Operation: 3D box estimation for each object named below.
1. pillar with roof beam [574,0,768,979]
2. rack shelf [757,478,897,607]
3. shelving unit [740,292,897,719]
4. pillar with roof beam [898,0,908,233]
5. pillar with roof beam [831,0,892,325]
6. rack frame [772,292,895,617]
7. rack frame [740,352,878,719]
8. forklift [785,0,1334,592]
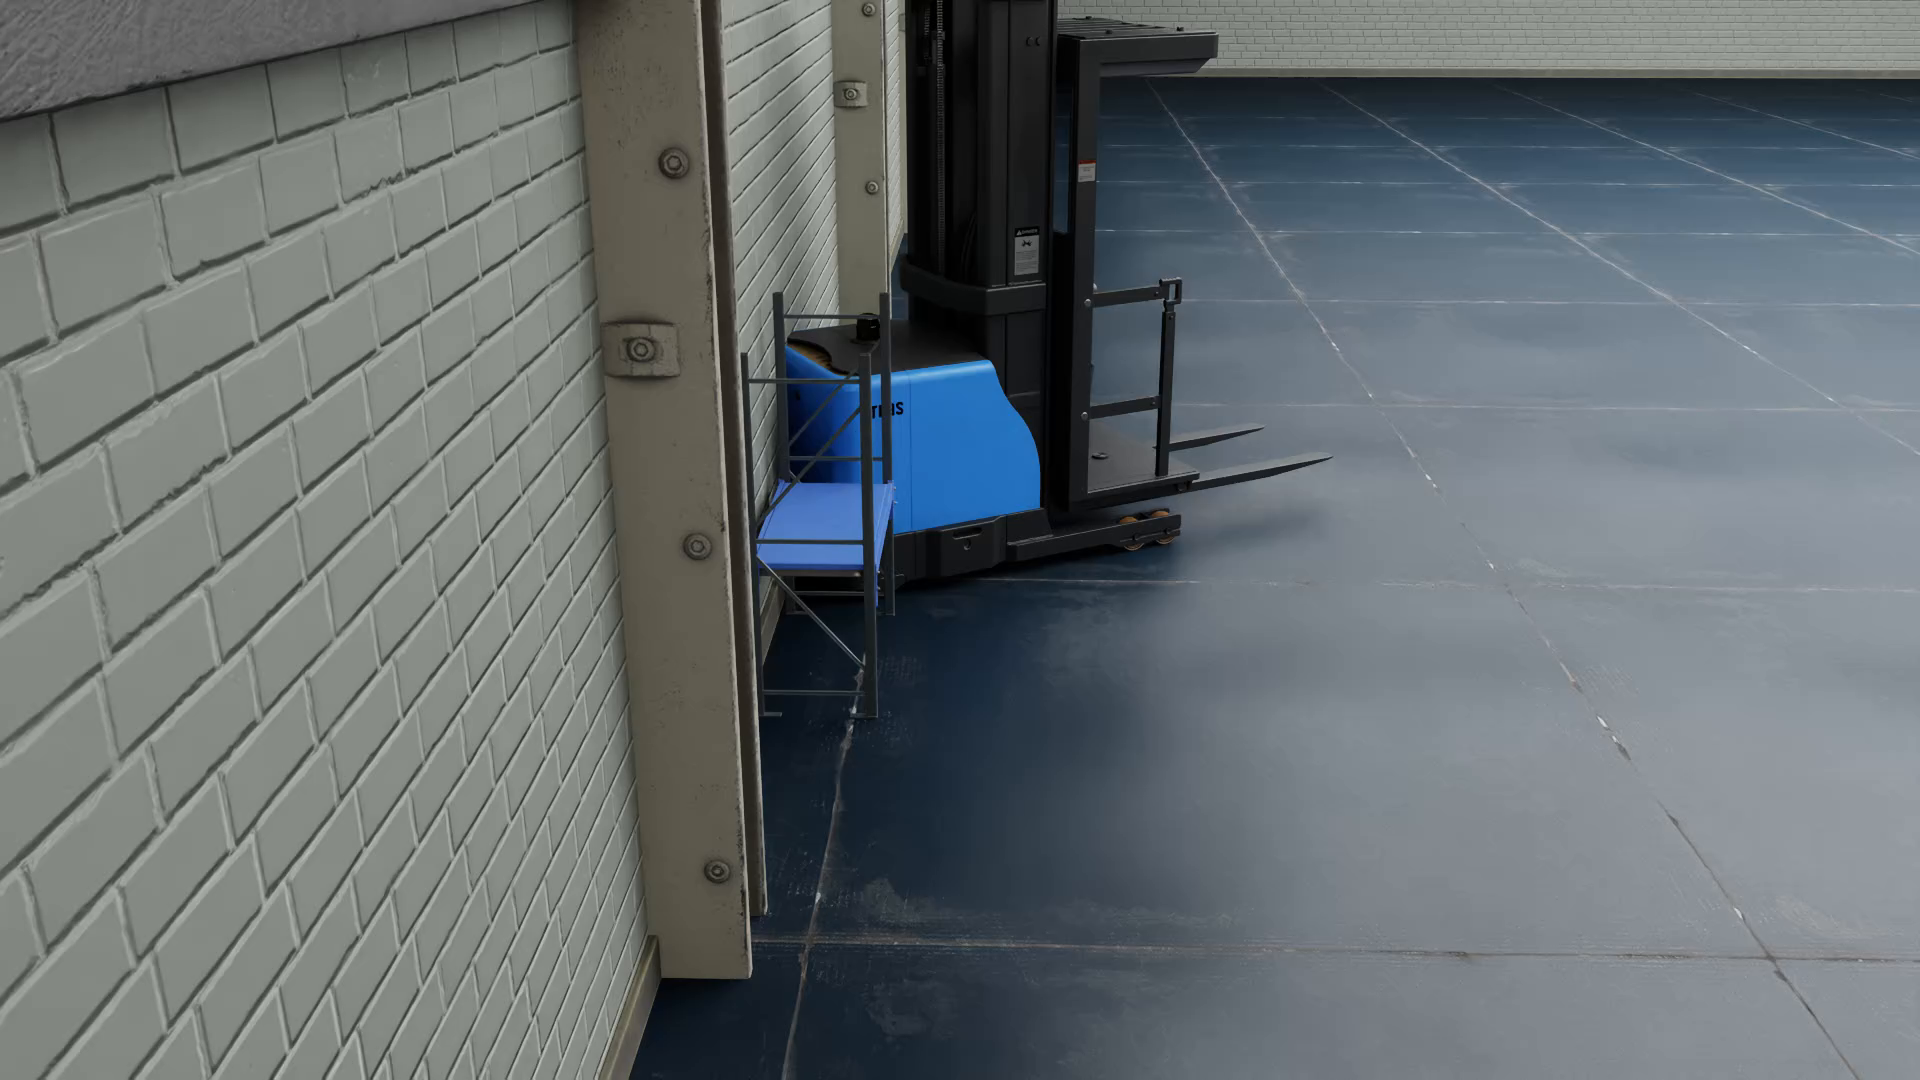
[{"bbox_3d":[3.513,-2.881,3.515,9.100,9.000,0.400,1,21,2],"label":"pillar with roof beam"},{"bbox_3d":[-0.566,-0.005,6.967,0.538,0.185,1.000,1,21,2],"label":"rack shelf"},{"bbox_3d":[-0.566,-0.173,6.901,0.538,1.500,1.048,1,21,2],"label":"shelving unit"},{"bbox_3d":[3.878,-7.220,14.697,9.100,9.000,0.400,1,21,2],"label":"pillar with roof beam"},{"bbox_3d":[3.696,-5.051,9.106,9.100,9.000,0.400,1,21,2],"label":"pillar with roof beam"},{"bbox_3d":[-0.551,-0.357,7.375,0.500,1.500,0.032,1,21,2],"label":"rack frame"},{"bbox_3d":[-0.581,0.011,6.428,0.500,1.500,0.032,1,21,2],"label":"rack frame"},{"bbox_3d":[0.551,-1.471,8.268,3.031,2.935,1.130,-11,24,-26],"label":"forklift"}]
